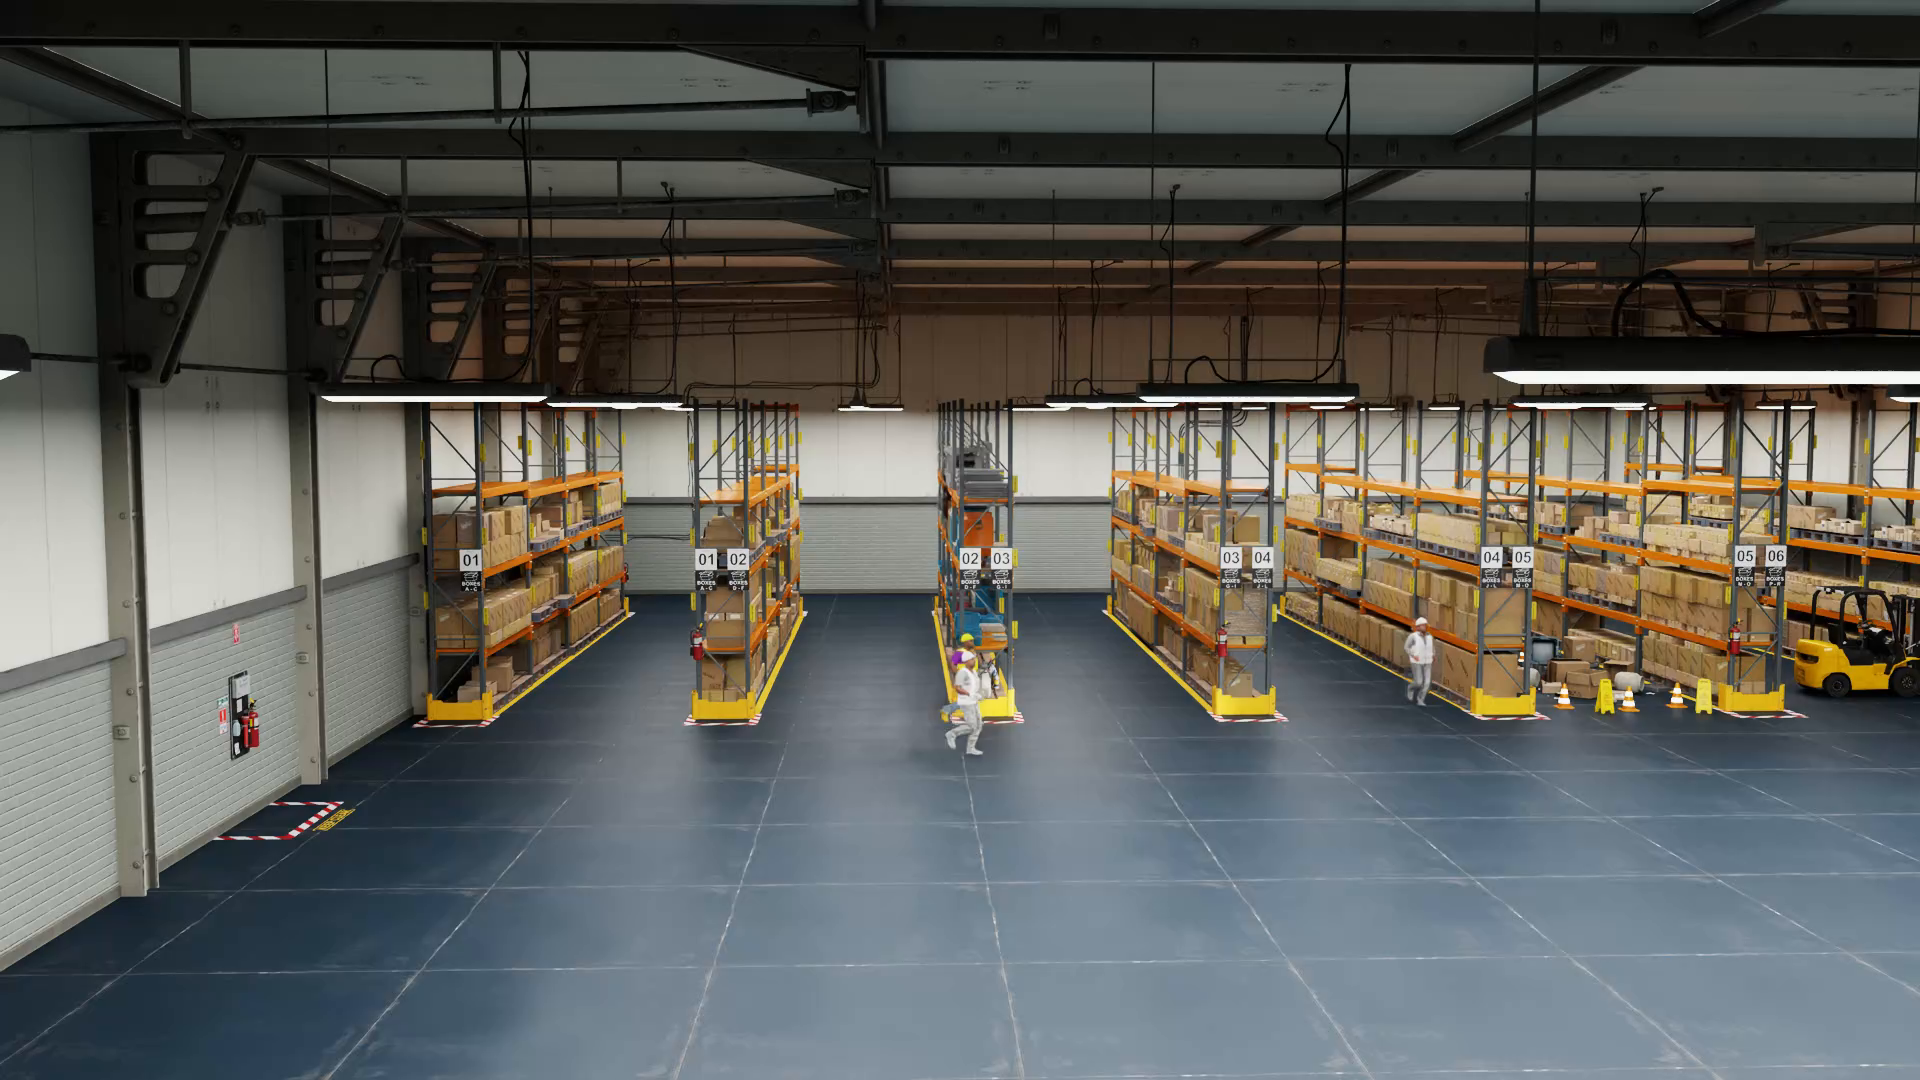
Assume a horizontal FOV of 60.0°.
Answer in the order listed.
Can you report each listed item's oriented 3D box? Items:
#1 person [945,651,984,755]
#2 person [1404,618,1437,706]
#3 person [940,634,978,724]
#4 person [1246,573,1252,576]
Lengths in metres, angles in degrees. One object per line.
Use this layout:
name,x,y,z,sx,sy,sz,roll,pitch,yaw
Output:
person,0.104,2.733,27.908,0.679,1.742,0.678,2,5,19
person,9.032,2.384,32.590,0.647,1.727,0.580,-1,4,-11
person,0.117,2.568,30.284,0.830,1.715,0.761,3,5,34
person,8.006,1.318,46.528,0.682,1.743,0.578,0,4,5
